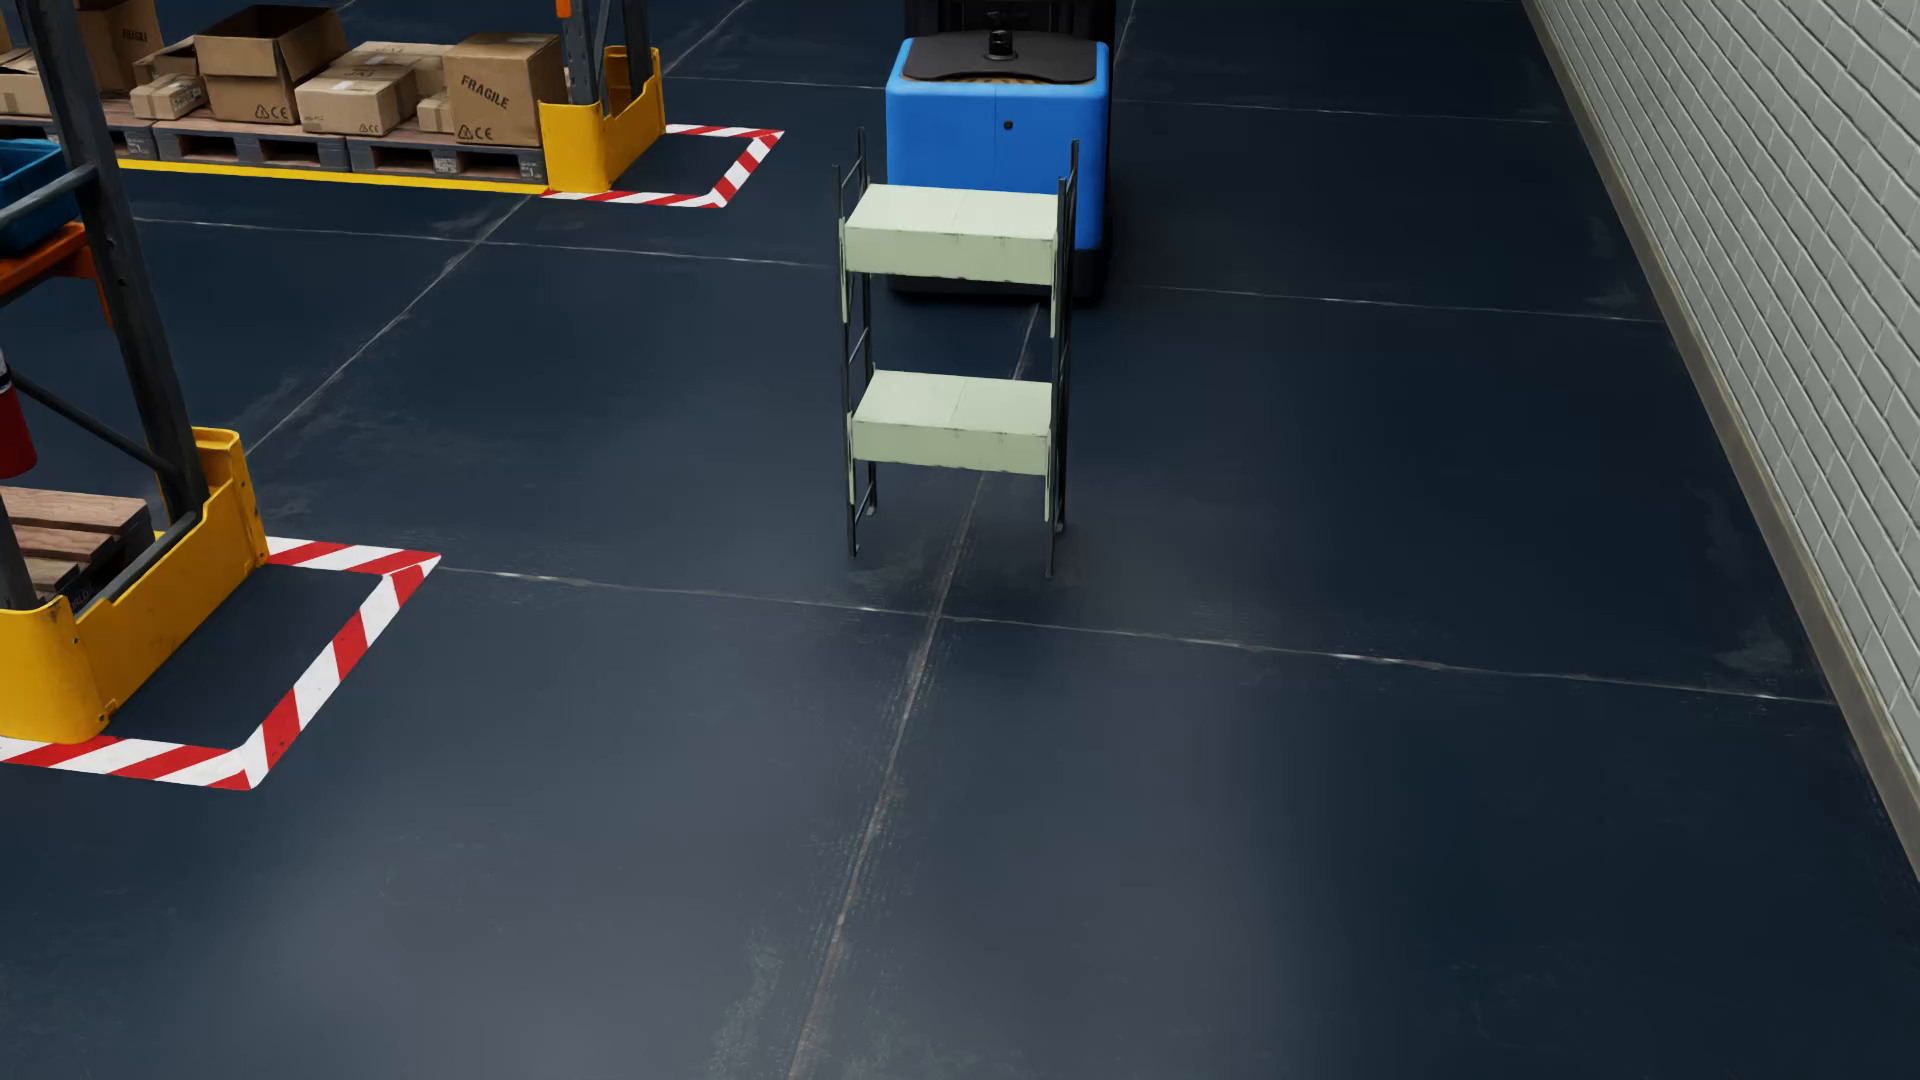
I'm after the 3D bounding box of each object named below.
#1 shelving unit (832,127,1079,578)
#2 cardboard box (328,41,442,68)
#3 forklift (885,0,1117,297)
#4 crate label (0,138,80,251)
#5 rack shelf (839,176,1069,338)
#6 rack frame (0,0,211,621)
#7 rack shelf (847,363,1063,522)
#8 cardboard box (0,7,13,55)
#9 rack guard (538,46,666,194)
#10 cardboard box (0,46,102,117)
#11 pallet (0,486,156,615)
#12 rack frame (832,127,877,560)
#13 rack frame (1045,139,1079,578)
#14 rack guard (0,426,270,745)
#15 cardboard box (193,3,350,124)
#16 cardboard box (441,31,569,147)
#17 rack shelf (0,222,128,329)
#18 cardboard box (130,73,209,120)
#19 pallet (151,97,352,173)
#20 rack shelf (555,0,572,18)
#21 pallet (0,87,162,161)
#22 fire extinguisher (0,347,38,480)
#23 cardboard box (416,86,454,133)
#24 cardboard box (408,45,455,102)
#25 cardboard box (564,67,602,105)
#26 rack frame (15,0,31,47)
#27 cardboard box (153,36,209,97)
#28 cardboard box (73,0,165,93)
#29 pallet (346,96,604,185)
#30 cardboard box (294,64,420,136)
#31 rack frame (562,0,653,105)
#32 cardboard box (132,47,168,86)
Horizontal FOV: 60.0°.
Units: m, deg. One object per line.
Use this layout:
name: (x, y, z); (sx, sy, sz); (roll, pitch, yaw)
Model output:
shelving unit: (-0.007, -0.636, 5.853); (0.755, 1.500, 0.431); (5, 32, 8)
cardboard box: (-3.474, -2.837, 10.132); (0.500, 0.250, 0.500); (5, 32, 8)
forklift: (0.275, -3.163, 8.541); (1.130, 2.935, 3.031); (2, 32, 4)
crate label: (-3.025, -1.088, 5.262); (0.303, 0.233, 0.416); (5, 32, 8)
rack shelf: (-0.007, -0.967, 5.646); (0.720, 0.370, 0.431); (5, 32, 8)
rack frame: (-2.837, -0.939, 4.924); (0.127, 3.000, 1.000); (5, 32, 8)
rack shelf: (-0.007, -0.360, 6.026); (0.720, 0.370, 0.431); (5, 32, 8)
cardboard box: (-6.379, -3.184, 10.451); (0.500, 0.500, 0.500); (4, 32, 6)
rack guard: (-2.075, -2.477, 9.736); (0.348, 0.500, 1.175); (5, 32, 8)
cardboard box: (-5.565, -2.783, 9.988); (0.500, 0.311, 0.500); (5, 32, 8)
pallet: (-3.643, 0.149, 5.813); (1.213, 0.211, 1.003); (5, 32, 8)
rack frame: (-0.367, -0.669, 5.905); (0.023, 1.500, 0.400); (5, 32, 8)
rack frame: (0.354, -0.604, 5.801); (0.023, 1.500, 0.400); (5, 32, 8)
rack guard: (-2.811, 0.116, 5.594); (0.348, 0.500, 1.175); (5, 32, 8)
cardboard box: (-4.090, -2.850, 9.914); (0.637, 0.503, 0.797); (5, 32, 8)
cardboard box: (-2.577, -2.576, 9.480); (0.500, 0.500, 0.500); (5, 32, 8)
rack shelf: (-4.808, -0.813, 5.400); (4.000, 0.370, 1.077); (5, 32, 8)
cardboard box: (-4.711, -2.650, 9.912); (0.250, 0.166, 0.380); (5, 32, 8)
pallet: (-4.060, -2.535, 10.101); (1.213, 0.211, 1.003); (5, 32, 8)
rack shelf: (-3.971, -3.403, 9.538); (4.000, 0.370, 1.077); (5, 32, 8)
pallet: (-5.266, -2.643, 10.273); (1.213, 0.211, 1.003); (5, 32, 8)
fire extinguisher: (-2.765, -0.497, 4.642); (0.183, 0.674, 0.296); (5, 32, 8)
cardboard box: (-2.961, -2.518, 9.702); (0.250, 0.166, 0.380); (5, 32, 8)
cardboard box: (-2.981, -2.792, 10.061); (0.500, 0.250, 0.500); (5, 32, 8)
cardboard box: (-2.355, -2.725, 10.048); (0.250, 0.149, 0.380); (5, 32, 8)
rack frame: (-5.943, -3.887, 9.632); (0.127, 3.000, 1.000); (5, 32, 8)
cardboard box: (-4.594, -2.964, 10.278); (0.500, 0.311, 0.500); (5, 32, 8)
cardboard box: (-5.333, -3.111, 10.335); (0.500, 0.500, 0.500); (5, 32, 8)
pallet: (-2.861, -2.425, 9.925); (1.213, 0.211, 1.003); (5, 32, 8)
cardboard box: (-3.509, -2.571, 9.707); (0.500, 0.250, 0.500); (5, 32, 8)
rack frame: (-2.000, -3.530, 9.062); (0.127, 3.000, 1.000); (5, 32, 8)
cardboard box: (-4.954, -2.960, 10.424); (0.250, 0.149, 0.380); (5, 32, 8)
